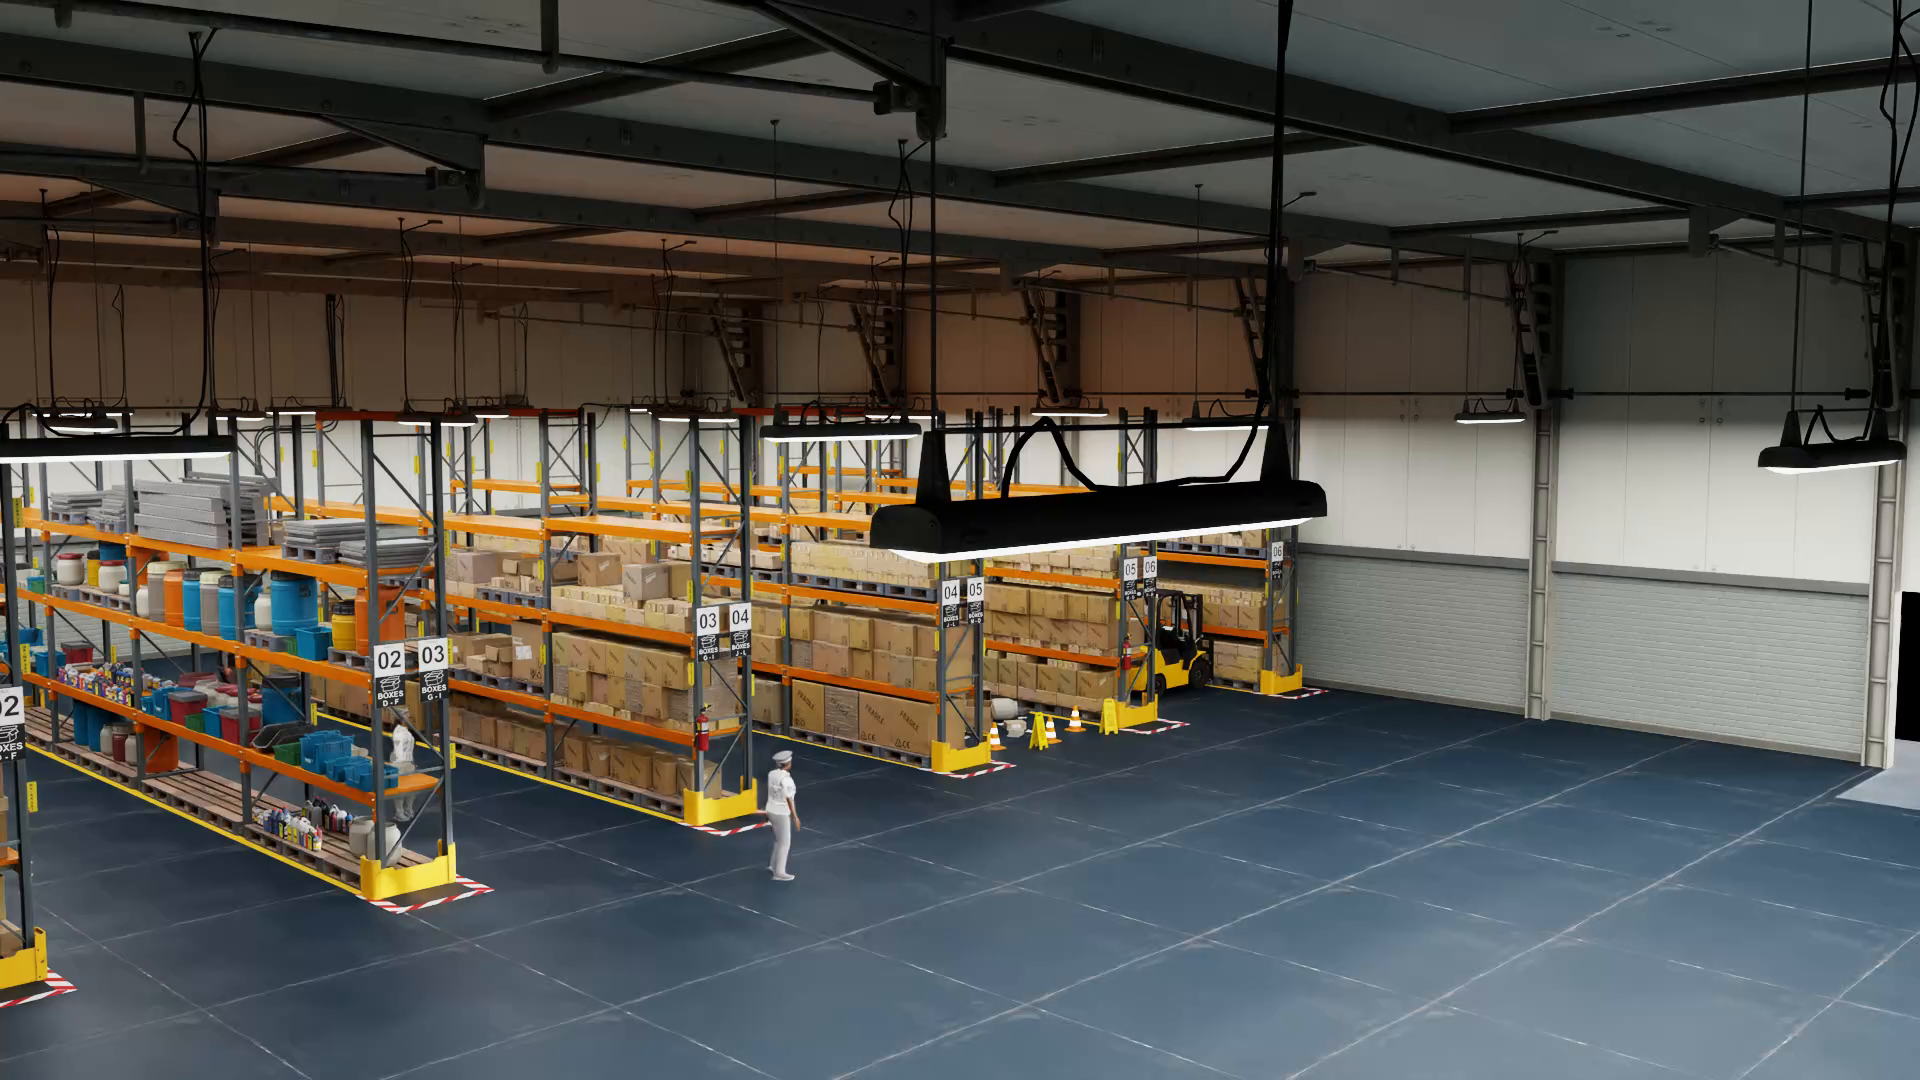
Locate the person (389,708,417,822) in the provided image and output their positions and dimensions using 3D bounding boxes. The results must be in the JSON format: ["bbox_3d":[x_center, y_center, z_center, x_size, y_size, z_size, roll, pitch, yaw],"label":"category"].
[{"bbox_3d":[-8.241,3.342,24.628,0.403,1.722,0.548,1,5,13],"label":"person"}]

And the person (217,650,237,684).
[{"bbox_3d":[-14.522,2.542,33.113,0.526,1.739,0.553,-4,6,-36],"label":"person"}]

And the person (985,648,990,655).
[{"bbox_3d":[0.515,2.107,37.789,0.391,1.762,0.603,-4,6,-37],"label":"person"}]

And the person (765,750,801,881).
[{"bbox_3d":[-2.323,3.610,21.675,0.365,1.719,0.573,-2,6,-25],"label":"person"}]
